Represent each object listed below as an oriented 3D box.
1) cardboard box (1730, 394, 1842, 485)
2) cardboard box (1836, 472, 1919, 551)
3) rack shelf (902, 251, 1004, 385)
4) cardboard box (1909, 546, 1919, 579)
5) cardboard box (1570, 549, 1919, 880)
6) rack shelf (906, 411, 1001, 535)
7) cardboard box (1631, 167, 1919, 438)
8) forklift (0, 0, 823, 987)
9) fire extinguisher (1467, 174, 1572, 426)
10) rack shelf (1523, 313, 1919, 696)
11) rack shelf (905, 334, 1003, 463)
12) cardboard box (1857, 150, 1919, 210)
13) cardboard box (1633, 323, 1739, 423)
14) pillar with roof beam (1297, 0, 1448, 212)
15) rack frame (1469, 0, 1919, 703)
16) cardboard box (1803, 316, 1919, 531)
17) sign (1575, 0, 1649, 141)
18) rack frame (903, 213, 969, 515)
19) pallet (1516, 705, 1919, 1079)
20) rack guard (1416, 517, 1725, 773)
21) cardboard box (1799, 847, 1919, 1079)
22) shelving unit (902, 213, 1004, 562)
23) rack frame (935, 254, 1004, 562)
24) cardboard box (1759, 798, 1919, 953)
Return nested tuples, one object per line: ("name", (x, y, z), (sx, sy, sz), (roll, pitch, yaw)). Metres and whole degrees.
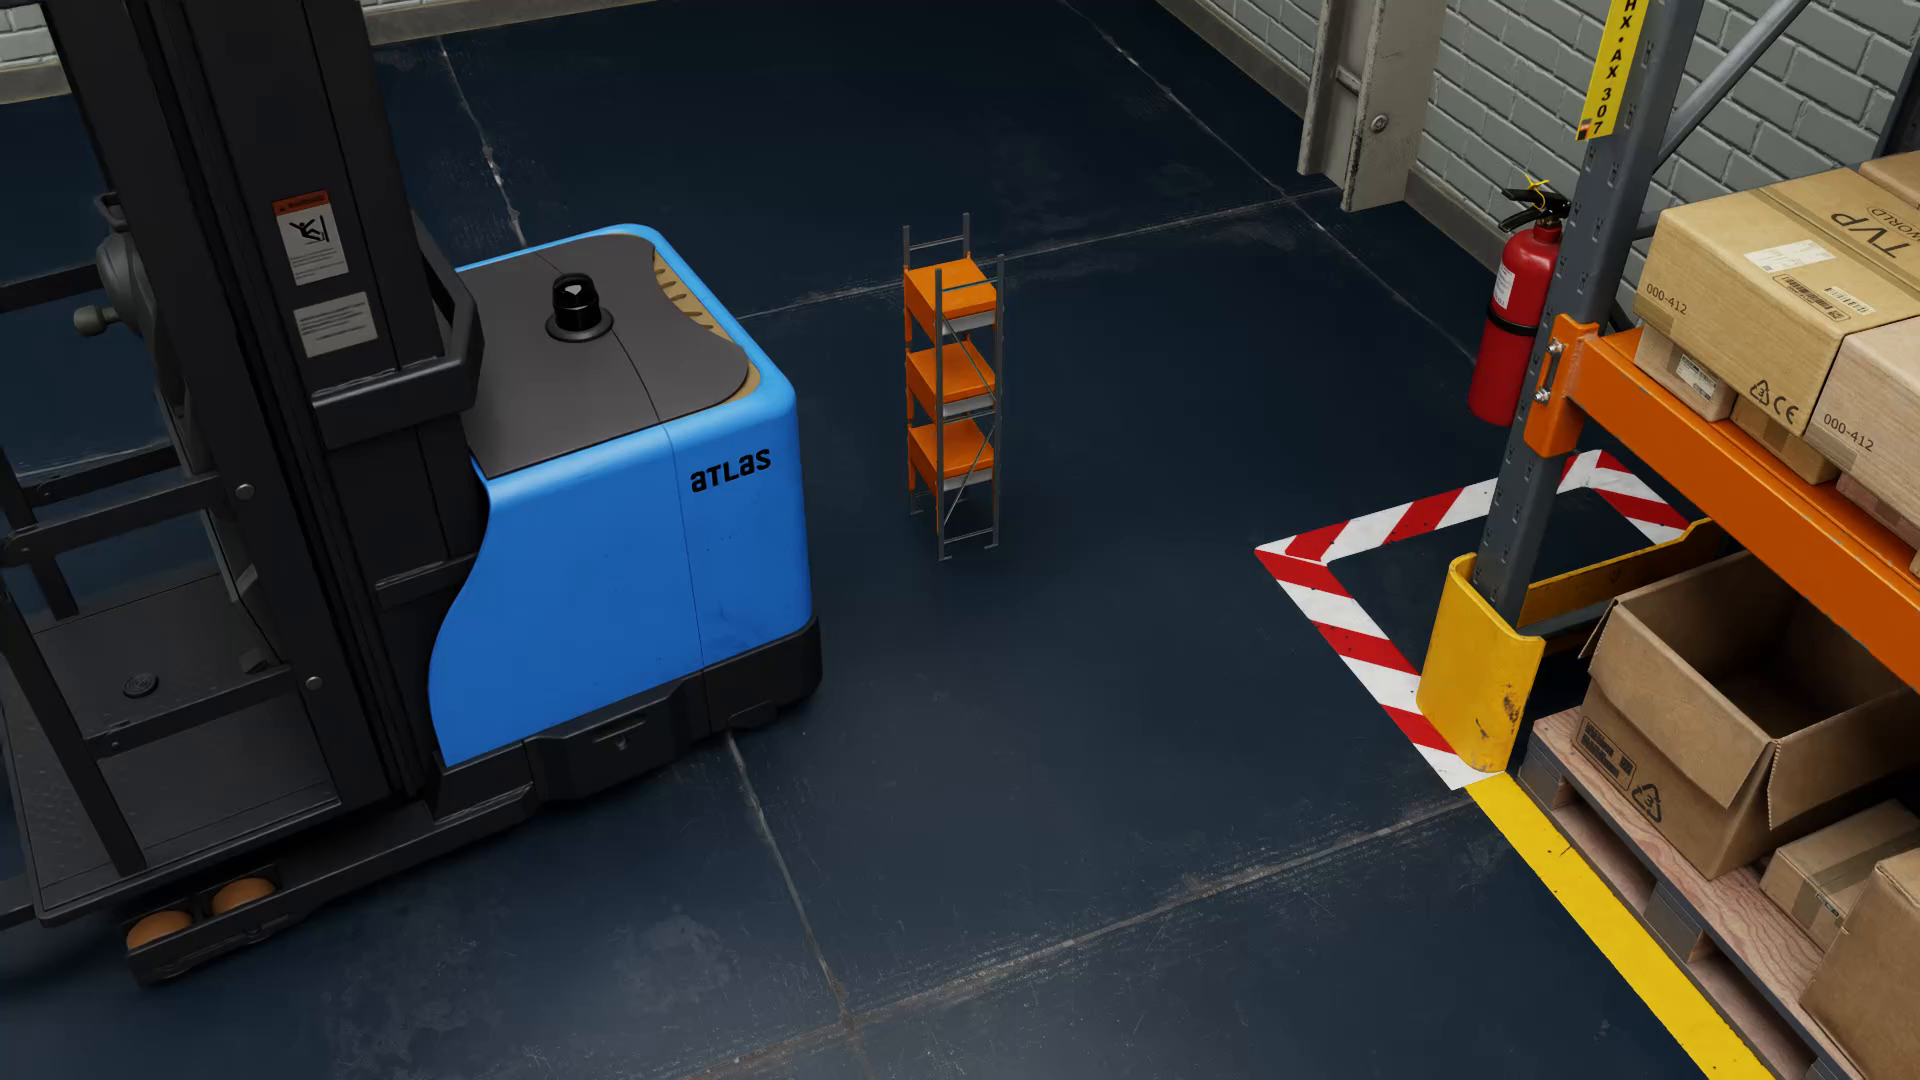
("cardboard box", (1.861, -0.283, 3.471), (0.380, 0.149, 0.250), (-14, 43, -16))
("cardboard box", (1.994, -0.133, 3.297), (0.380, 0.149, 0.250), (-16, 43, -17))
("rack shelf", (-0.021, -0.637, 4.767), (0.215, 0.259, 0.240), (-15, 43, -17))
("cardboard box", (2.034, 0.035, 3.102), (0.380, 0.149, 0.250), (-14, 43, -16))
("cardboard box", (1.995, 0.393, 4.085), (0.797, 0.503, 0.637), (-17, 43, -19))
("rack shelf", (-0.020, -0.212, 5.133), (0.215, 0.259, 0.240), (-15, 43, -17))
("cardboard box", (1.774, -0.501, 3.419), (0.500, 0.250, 0.500), (-15, 43, -17))
("forklift", (-1.921, -0.449, 3.525), (3.031, 2.935, 1.130), (-21, 45, -23))
("fire extinguisher", (1.366, -0.589, 3.979), (0.296, 0.674, 0.183), (-15, 43, -17))
("rack shelf", (2.614, 0.692, 2.697), (1.077, 0.370, 4.000), (-15, 43, -17))
("rack shelf", (-0.020, -0.422, 4.952), (0.215, 0.259, 0.240), (-15, 43, -17))
("cardboard box", (2.270, -0.631, 3.570), (0.500, 0.250, 0.500), (-14, 43, -16))
("cardboard box", (1.721, -0.424, 3.636), (0.380, 0.149, 0.250), (-15, 43, -17))
("pillar with roof beam", (-2.327, -3.836, 2.809), (9.100, 9.000, 0.400), (-15, 43, -17))
("rack frame", (1.849, -0.786, 3.863), (1.000, 3.000, 0.127), (-15, 43, -17))
("cardboard box", (1.967, -0.198, 3.066), (0.500, 0.250, 0.500), (-15, 43, -16))
("sign", (1.348, -0.979, 3.424), (0.100, 0.325, 0.005), (-15, 43, -17))
("rack frame", (-0.067, -0.504, 5.031), (0.200, 1.050, 0.008), (-15, 43, -17))
("pallet", (2.184, 0.797, 4.161), (1.003, 0.211, 1.213), (-15, 43, -17))
("rack guard", (1.878, 0.208, 4.625), (1.175, 0.500, 0.348), (-15, 43, -17))
("cardboard box", (2.287, 0.919, 3.476), (0.700, 0.500, 0.500), (-13, 42, -15))
("shelving unit", (-0.020, -0.430, 4.945), (0.215, 1.050, 0.252), (-15, 43, -17))
("rack frame", (0.026, -0.357, 4.860), (0.200, 1.050, 0.008), (-15, 43, -17))
("cardboard box", (2.122, 0.793, 3.891), (0.380, 0.149, 0.250), (-17, 43, -19))
